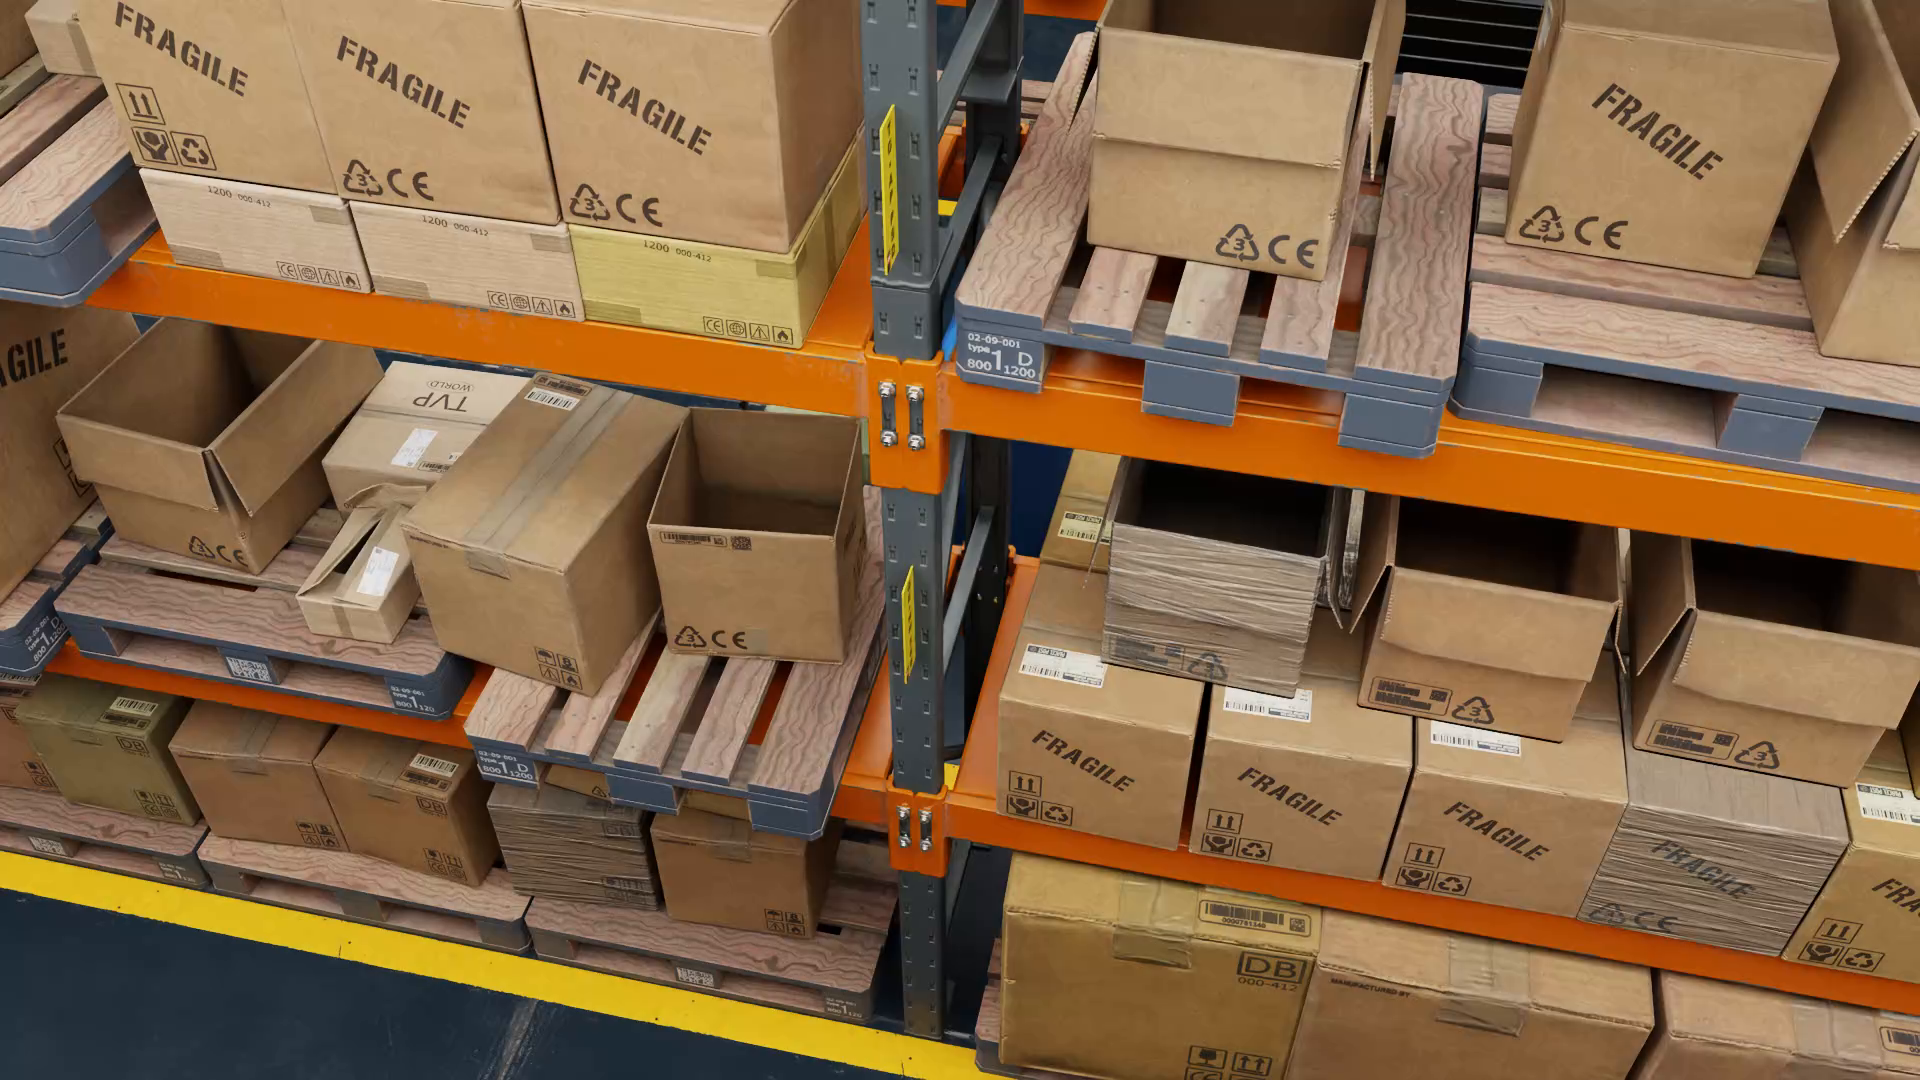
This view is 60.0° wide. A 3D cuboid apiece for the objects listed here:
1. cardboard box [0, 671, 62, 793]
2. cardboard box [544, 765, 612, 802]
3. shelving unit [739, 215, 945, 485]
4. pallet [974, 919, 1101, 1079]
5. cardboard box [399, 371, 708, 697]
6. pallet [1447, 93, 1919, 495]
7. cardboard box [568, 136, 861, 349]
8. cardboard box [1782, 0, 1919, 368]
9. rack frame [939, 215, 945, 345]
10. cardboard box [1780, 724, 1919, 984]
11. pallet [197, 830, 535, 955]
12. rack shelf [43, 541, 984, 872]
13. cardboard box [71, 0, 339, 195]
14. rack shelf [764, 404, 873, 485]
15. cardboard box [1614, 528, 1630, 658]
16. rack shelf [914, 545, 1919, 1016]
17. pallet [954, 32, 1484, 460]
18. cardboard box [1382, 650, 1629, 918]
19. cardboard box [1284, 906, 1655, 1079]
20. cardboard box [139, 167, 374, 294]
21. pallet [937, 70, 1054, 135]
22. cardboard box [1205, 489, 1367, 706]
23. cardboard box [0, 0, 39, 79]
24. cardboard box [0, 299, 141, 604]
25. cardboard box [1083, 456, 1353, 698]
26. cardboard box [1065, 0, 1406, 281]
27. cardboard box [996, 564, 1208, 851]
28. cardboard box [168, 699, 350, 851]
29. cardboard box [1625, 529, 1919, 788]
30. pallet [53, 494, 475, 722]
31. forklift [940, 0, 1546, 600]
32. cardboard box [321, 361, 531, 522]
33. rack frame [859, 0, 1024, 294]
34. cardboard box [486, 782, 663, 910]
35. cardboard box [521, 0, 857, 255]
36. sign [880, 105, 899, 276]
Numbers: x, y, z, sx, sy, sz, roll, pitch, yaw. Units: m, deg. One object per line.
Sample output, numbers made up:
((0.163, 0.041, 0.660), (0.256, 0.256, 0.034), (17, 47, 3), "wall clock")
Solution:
((-3.323, 0.472, 6.042), (0.500, 0.500, 0.700), (6, 44, 6), "cardboard box")
((-1.195, 0.545, 5.425), (0.500, 0.250, 0.500), (14, 46, 14), "cardboard box")
((-0.476, -0.626, 6.779), (0.755, 1.500, 0.431), (10, 45, 10), "shelving unit")
((0.739, 1.403, 5.600), (1.213, 0.211, 1.003), (9, 45, 9), "pallet")
((-1.117, -0.031, 4.704), (0.500, 0.500, 0.700), (15, 46, 15), "cardboard box")
((1.718, -0.556, 3.598), (1.213, 0.211, 1.003), (11, 45, 11), "pallet")
((-0.532, -0.705, 3.725), (0.500, 0.250, 0.500), (9, 45, 9), "cardboard box")
((1.984, -0.747, 3.282), (0.637, 0.503, 0.797), (8, 45, 8), "cardboard box")
((-0.121, -0.564, 6.714), (0.023, 1.500, 0.400), (10, 45, 10), "rack frame")
((2.380, 0.757, 4.188), (0.500, 0.500, 0.500), (8, 45, 9), "cardboard box")
((-1.964, 0.927, 6.095), (1.213, 0.211, 1.003), (9, 45, 9), "pallet")
((-1.966, 0.184, 5.374), (4.000, 0.370, 1.077), (9, 45, 9), "rack shelf")
((-1.517, -1.128, 3.623), (0.500, 0.500, 0.500), (10, 45, 10), "cardboard box")
((-0.476, -0.391, 7.005), (0.720, 0.370, 0.431), (10, 45, 10), "rack shelf")
((2.010, 0.332, 4.630), (0.500, 0.500, 0.500), (10, 45, 10), "cardboard box")
((1.937, 0.790, 4.745), (4.000, 0.370, 1.077), (9, 45, 9), "rack shelf")
((0.626, -0.723, 3.772), (1.003, 0.211, 1.213), (11, 45, 11), "pallet")
((1.405, 0.601, 4.350), (0.500, 0.500, 0.500), (8, 44, 8), "cardboard box")
((1.523, 1.101, 5.133), (0.875, 0.875, 1.225), (9, 45, 9), "cardboard box")
((-1.508, -0.849, 3.874), (0.500, 0.250, 0.500), (10, 45, 10), "cardboard box")
((0.320, -2.263, 9.409), (1.213, 0.211, 1.003), (9, 45, 9), "pallet")
((1.007, 0.178, 4.790), (0.500, 0.500, 0.500), (8, 45, 9), "cardboard box")
((-2.561, -1.367, 3.927), (0.637, 0.503, 0.797), (11, 45, 11), "cardboard box")
((-3.173, -0.530, 4.863), (1.000, 1.000, 1.000), (9, 45, 9), "cardboard box")
((0.696, -0.048, 4.301), (0.637, 0.503, 0.797), (10, 45, 10), "cardboard box")
((0.597, -0.998, 3.543), (0.637, 0.503, 0.797), (11, 45, 11), "cardboard box")
((0.401, 0.449, 4.508), (0.500, 0.500, 0.500), (10, 45, 10), "cardboard box")
((-2.316, 0.641, 5.866), (0.500, 0.500, 0.700), (5, 44, 5), "cardboard box")
((1.987, 0.150, 4.096), (0.637, 0.503, 0.797), (10, 45, 10), "cardboard box")
((-1.955, 0.025, 5.160), (1.213, 0.211, 1.003), (9, 45, 9), "pallet")
((1.401, -0.878, 6.009), (3.031, 2.935, 1.130), (10, 45, 10), "forklift")
((-1.600, -0.279, 5.142), (0.500, 0.250, 0.500), (8, 44, 8), "cardboard box")
((-0.014, -1.934, 2.730), (0.127, 3.000, 1.000), (9, 45, 9), "rack frame")
((-1.217, 0.807, 5.694), (0.500, 0.500, 0.700), (5, 44, 6), "cardboard box")
((-0.535, -0.972, 3.461), (0.500, 0.500, 0.500), (10, 45, 10), "cardboard box")
((-0.135, -0.672, 3.210), (0.005, 0.325, 0.100), (9, 45, 9), "sign")
